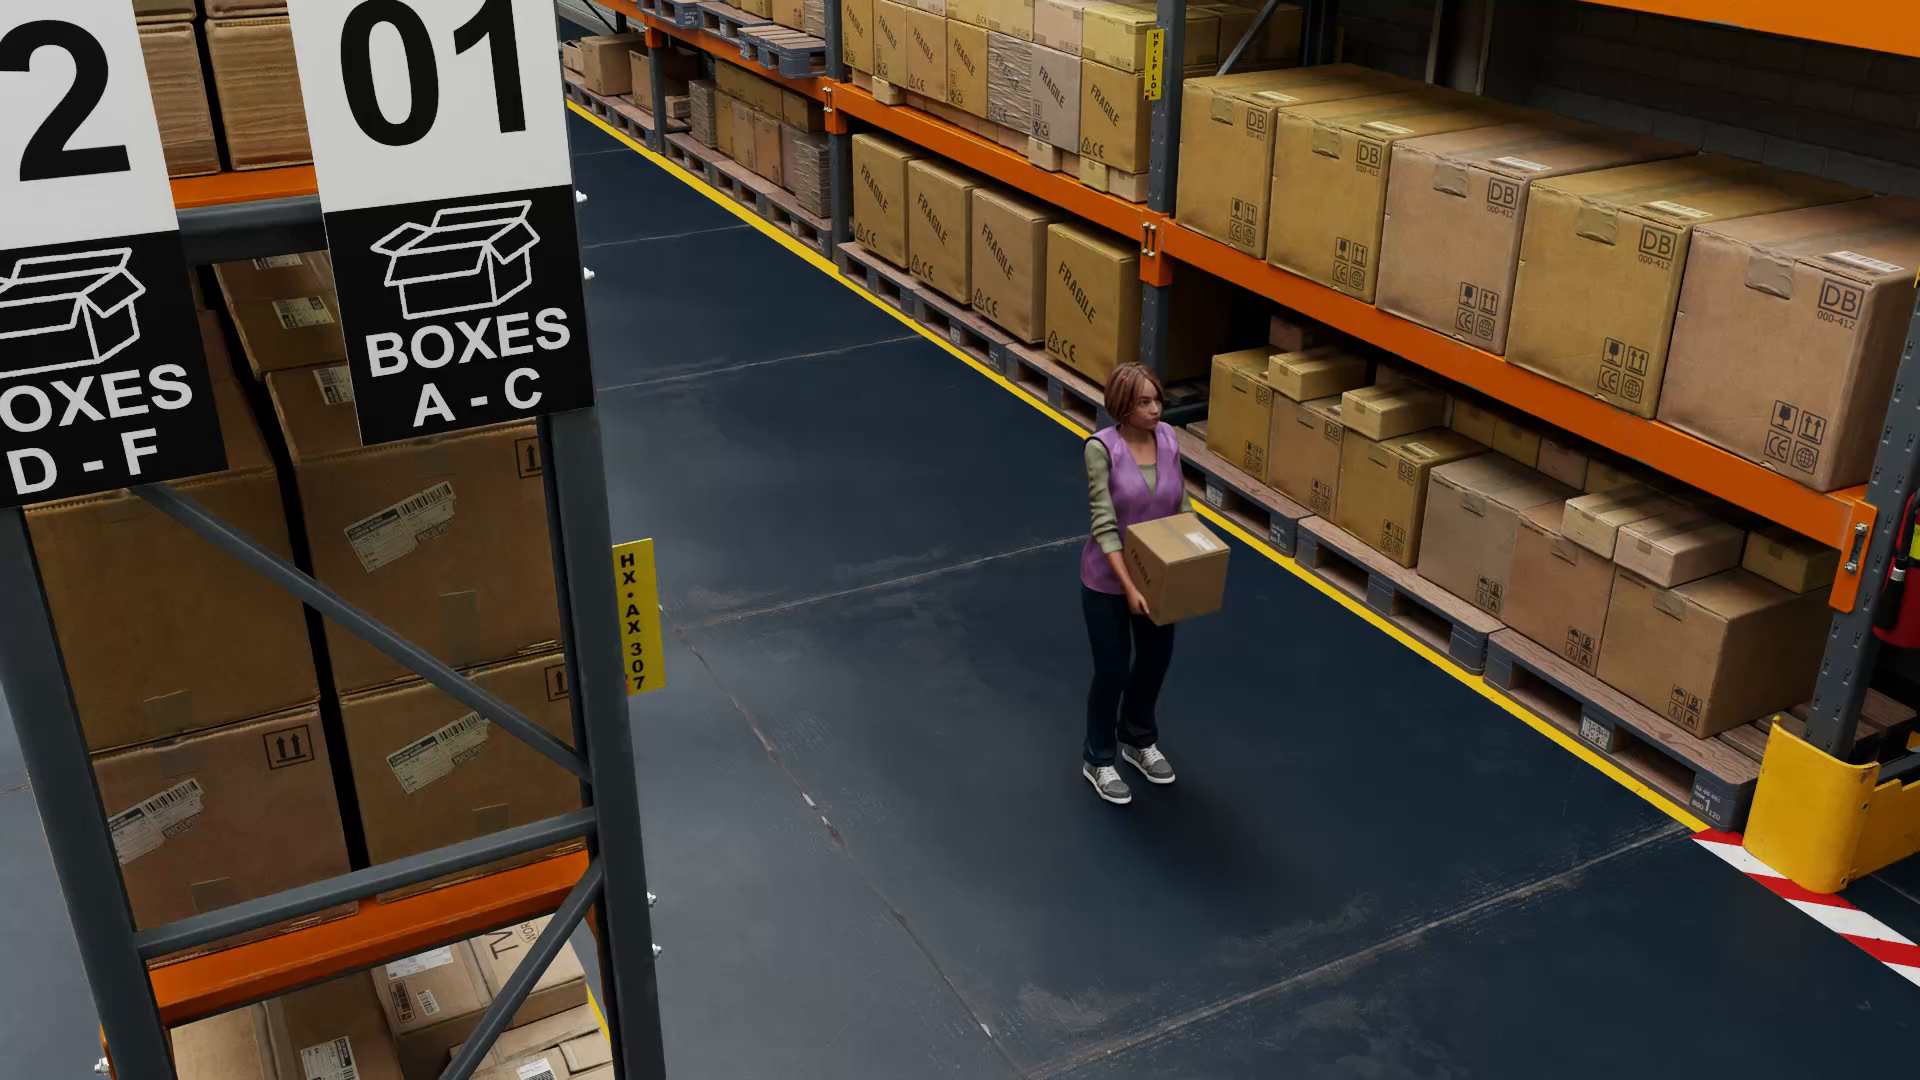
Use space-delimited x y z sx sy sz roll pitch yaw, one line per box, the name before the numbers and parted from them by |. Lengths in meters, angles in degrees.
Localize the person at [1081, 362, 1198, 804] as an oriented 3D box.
person | 0.633 0.183 5.758 0.405 1.588 0.488 -12 29 -24
